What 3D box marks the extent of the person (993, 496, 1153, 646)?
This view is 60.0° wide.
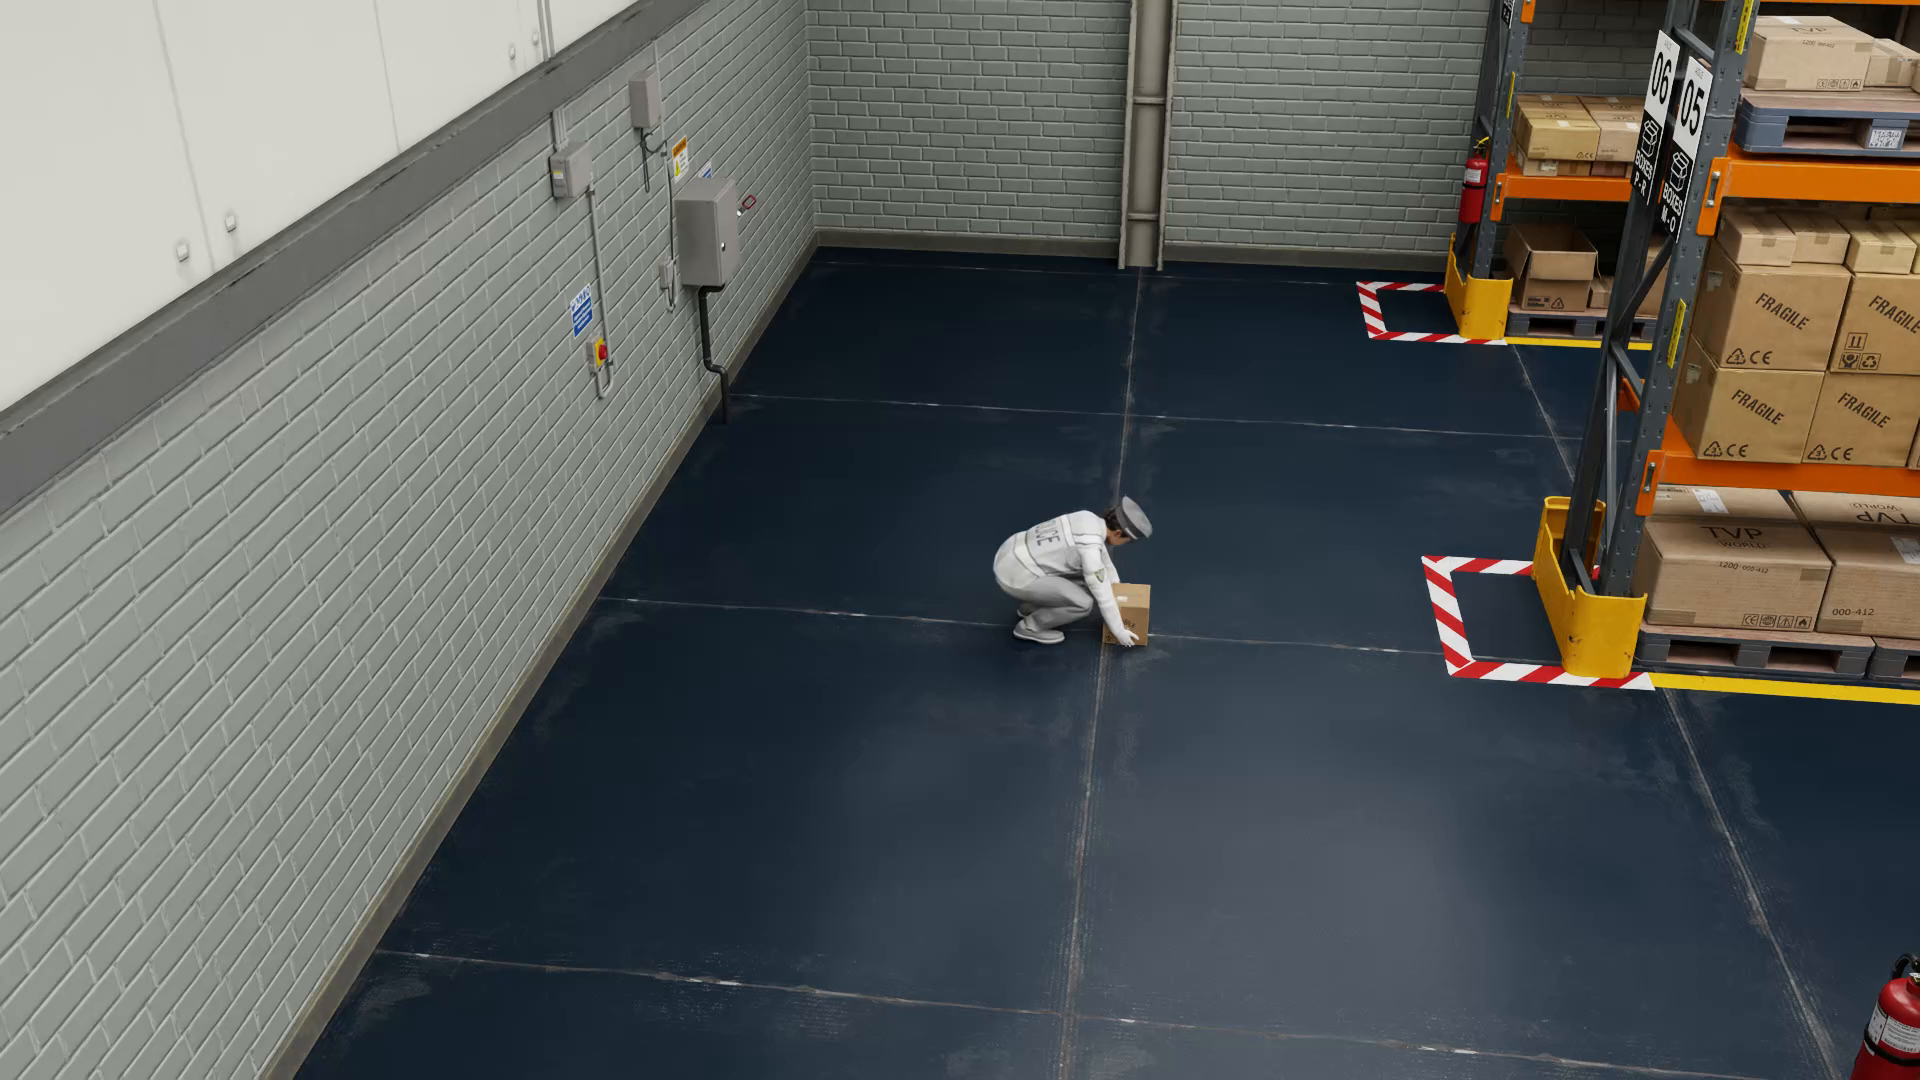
[{"bbox_3d":[0.623,0.164,9.249,0.869,0.848,0.475,3,29,6],"label":"person"}]
